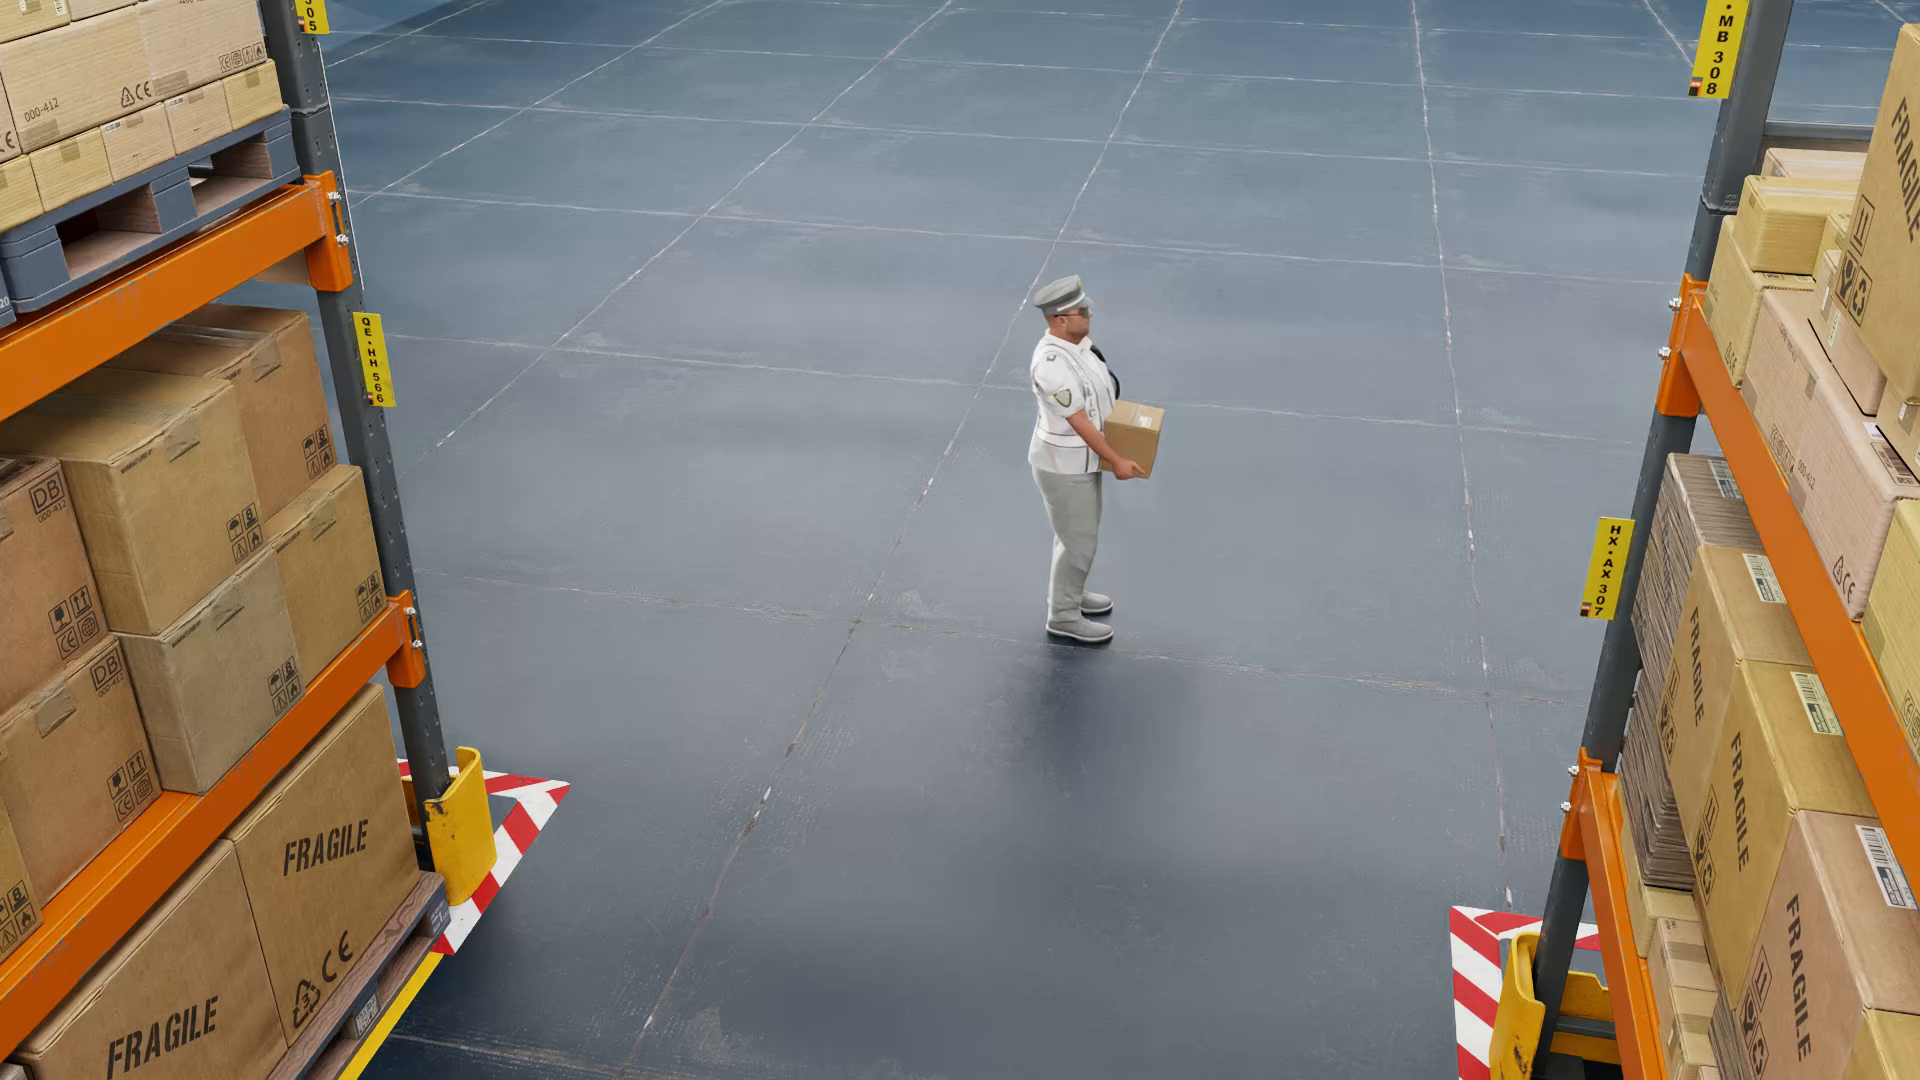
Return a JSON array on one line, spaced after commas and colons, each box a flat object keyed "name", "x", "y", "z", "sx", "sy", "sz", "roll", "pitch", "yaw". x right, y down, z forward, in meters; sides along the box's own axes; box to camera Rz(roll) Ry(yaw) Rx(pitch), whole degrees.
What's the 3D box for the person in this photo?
[{"name": "person", "x": 0.602, "y": -0.379, "z": 7.799, "sx": 0.565, "sy": 1.761, "sz": 0.494, "roll": 6, "pitch": 29, "yaw": 11}]
